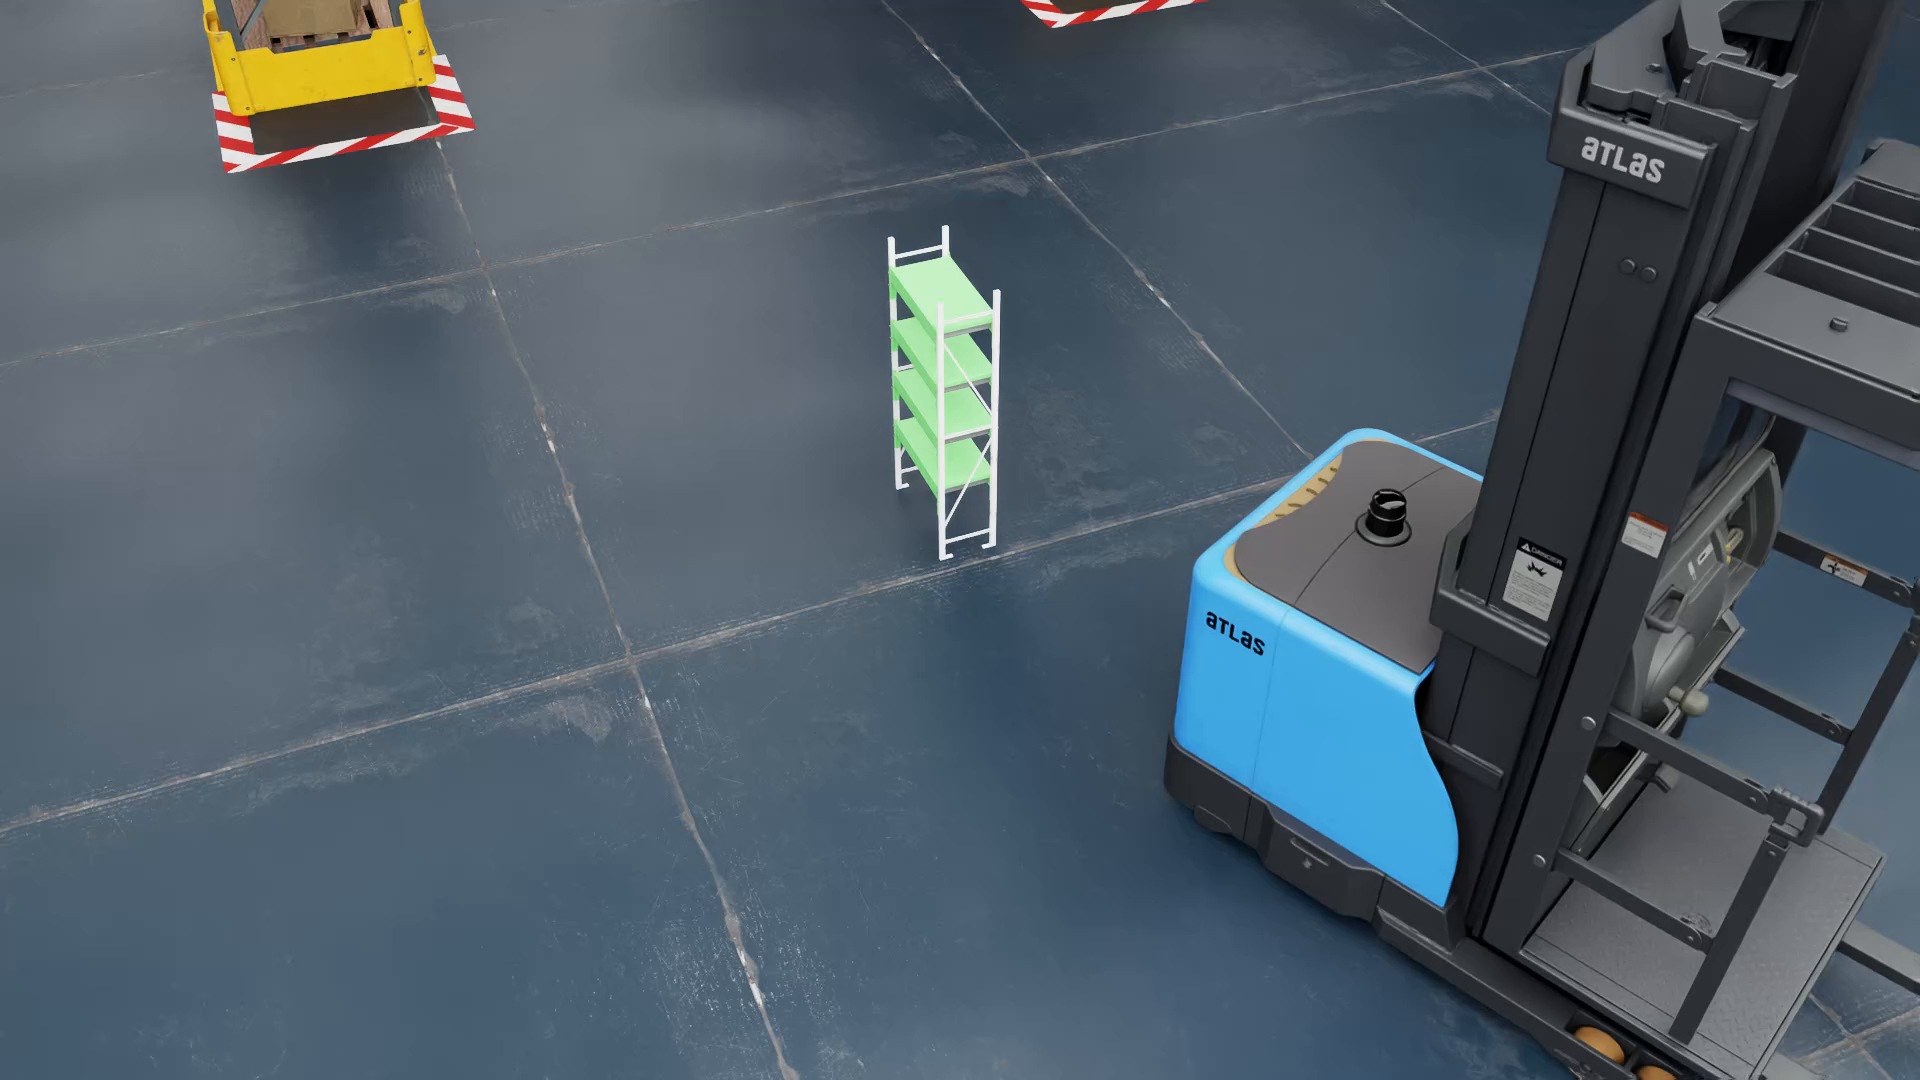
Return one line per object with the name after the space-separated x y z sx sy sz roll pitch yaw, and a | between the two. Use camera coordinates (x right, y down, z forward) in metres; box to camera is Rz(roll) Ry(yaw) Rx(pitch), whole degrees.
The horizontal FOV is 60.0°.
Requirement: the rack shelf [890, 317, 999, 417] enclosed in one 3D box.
-0.063 -0.688 6.360 0.258 0.148 0.480 -15 43 -17 | rack shelf

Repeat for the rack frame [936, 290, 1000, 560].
0.030 -0.408 6.304 0.240 1.200 0.015 -15 43 -17 | rack frame

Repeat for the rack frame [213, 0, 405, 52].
-3.690 -3.773 8.837 1.000 3.000 0.127 -15 43 -17 | rack frame

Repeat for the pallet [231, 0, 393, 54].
-3.997 -3.260 10.379 1.003 0.211 1.213 -15 43 -17 | pallet

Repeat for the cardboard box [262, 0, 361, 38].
-3.913 -3.365 9.958 0.500 0.500 0.500 -8 41 -9 | cardboard box

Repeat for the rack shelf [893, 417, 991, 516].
-0.063 -0.324 6.673 0.258 0.148 0.480 -15 43 -17 | rack shelf

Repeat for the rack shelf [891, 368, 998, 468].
-0.063 -0.506 6.516 0.258 0.148 0.480 -15 43 -17 | rack shelf

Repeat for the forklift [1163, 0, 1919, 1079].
2.126 0.180 4.293 3.031 2.935 1.130 30 49 30 | forklift

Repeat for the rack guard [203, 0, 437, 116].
-3.719 -2.871 9.706 1.175 0.500 0.348 -15 43 -17 | rack guard

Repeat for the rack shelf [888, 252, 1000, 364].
-0.063 -0.870 6.203 0.258 0.148 0.480 -15 43 -17 | rack shelf

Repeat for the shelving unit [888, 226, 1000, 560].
-0.063 -0.555 6.475 0.258 1.200 0.503 -15 43 -17 | shelving unit

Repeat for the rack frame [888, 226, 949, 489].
-0.157 -0.702 6.646 0.240 1.200 0.015 -15 43 -17 | rack frame
